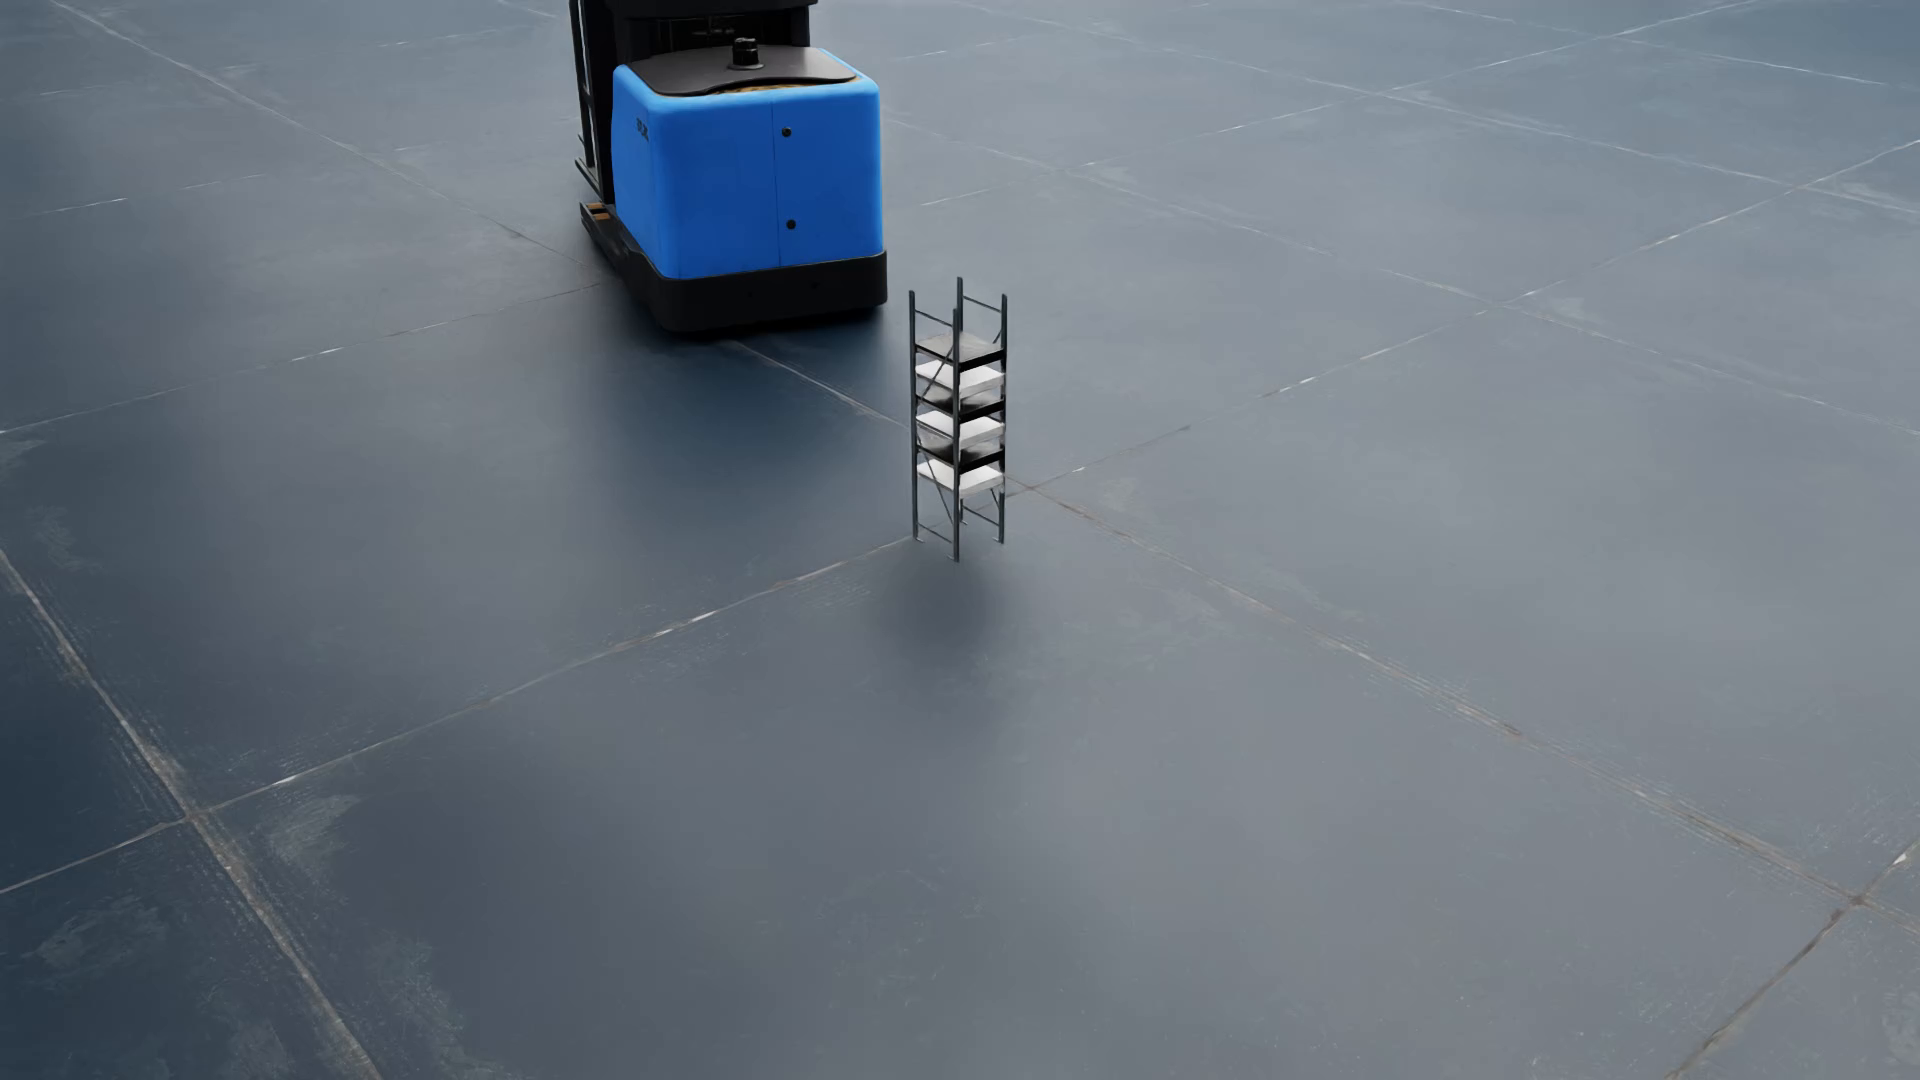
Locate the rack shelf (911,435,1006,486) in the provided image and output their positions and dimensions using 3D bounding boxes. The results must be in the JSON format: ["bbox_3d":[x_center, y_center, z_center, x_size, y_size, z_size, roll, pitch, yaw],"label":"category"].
[{"bbox_3d":[-0.006,-0.286,5.591,0.200,0.077,0.258,-22,35,-35],"label":"rack shelf"}]

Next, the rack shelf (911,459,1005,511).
[{"bbox_3d":[-0.006,-0.206,5.634,0.200,0.077,0.258,-22,35,-35],"label":"rack shelf"}]

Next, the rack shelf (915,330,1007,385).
[{"bbox_3d":[-0.006,-0.603,5.422,0.200,0.077,0.258,-22,35,-35],"label":"rack shelf"}]

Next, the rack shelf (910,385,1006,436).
[{"bbox_3d":[-0.006,-0.444,5.507,0.200,0.077,0.258,-22,35,-35],"label":"rack shelf"}]

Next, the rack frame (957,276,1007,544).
[{"bbox_3d":[0.071,-0.426,5.591,0.006,0.900,0.240,-22,35,-35],"label":"rack frame"}]

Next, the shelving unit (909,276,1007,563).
[{"bbox_3d":[-0.006,-0.394,5.533,0.210,0.900,0.258,-22,35,-35],"label":"shelving unit"}]

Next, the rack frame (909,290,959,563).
[{"bbox_3d":[-0.084,-0.363,5.475,0.006,0.900,0.240,-22,35,-35],"label":"rack frame"}]

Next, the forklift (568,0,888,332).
[{"bbox_3d":[-1.353,-2.881,8.030,1.130,2.935,3.031,-11,30,-19],"label":"forklift"}]

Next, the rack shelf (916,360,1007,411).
[{"bbox_3d":[-0.006,-0.524,5.464,0.200,0.077,0.258,-22,35,-35],"label":"rack shelf"}]

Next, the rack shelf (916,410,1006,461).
[{"bbox_3d":[-0.006,-0.365,5.549,0.200,0.077,0.258,-22,35,-35],"label":"rack shelf"}]
